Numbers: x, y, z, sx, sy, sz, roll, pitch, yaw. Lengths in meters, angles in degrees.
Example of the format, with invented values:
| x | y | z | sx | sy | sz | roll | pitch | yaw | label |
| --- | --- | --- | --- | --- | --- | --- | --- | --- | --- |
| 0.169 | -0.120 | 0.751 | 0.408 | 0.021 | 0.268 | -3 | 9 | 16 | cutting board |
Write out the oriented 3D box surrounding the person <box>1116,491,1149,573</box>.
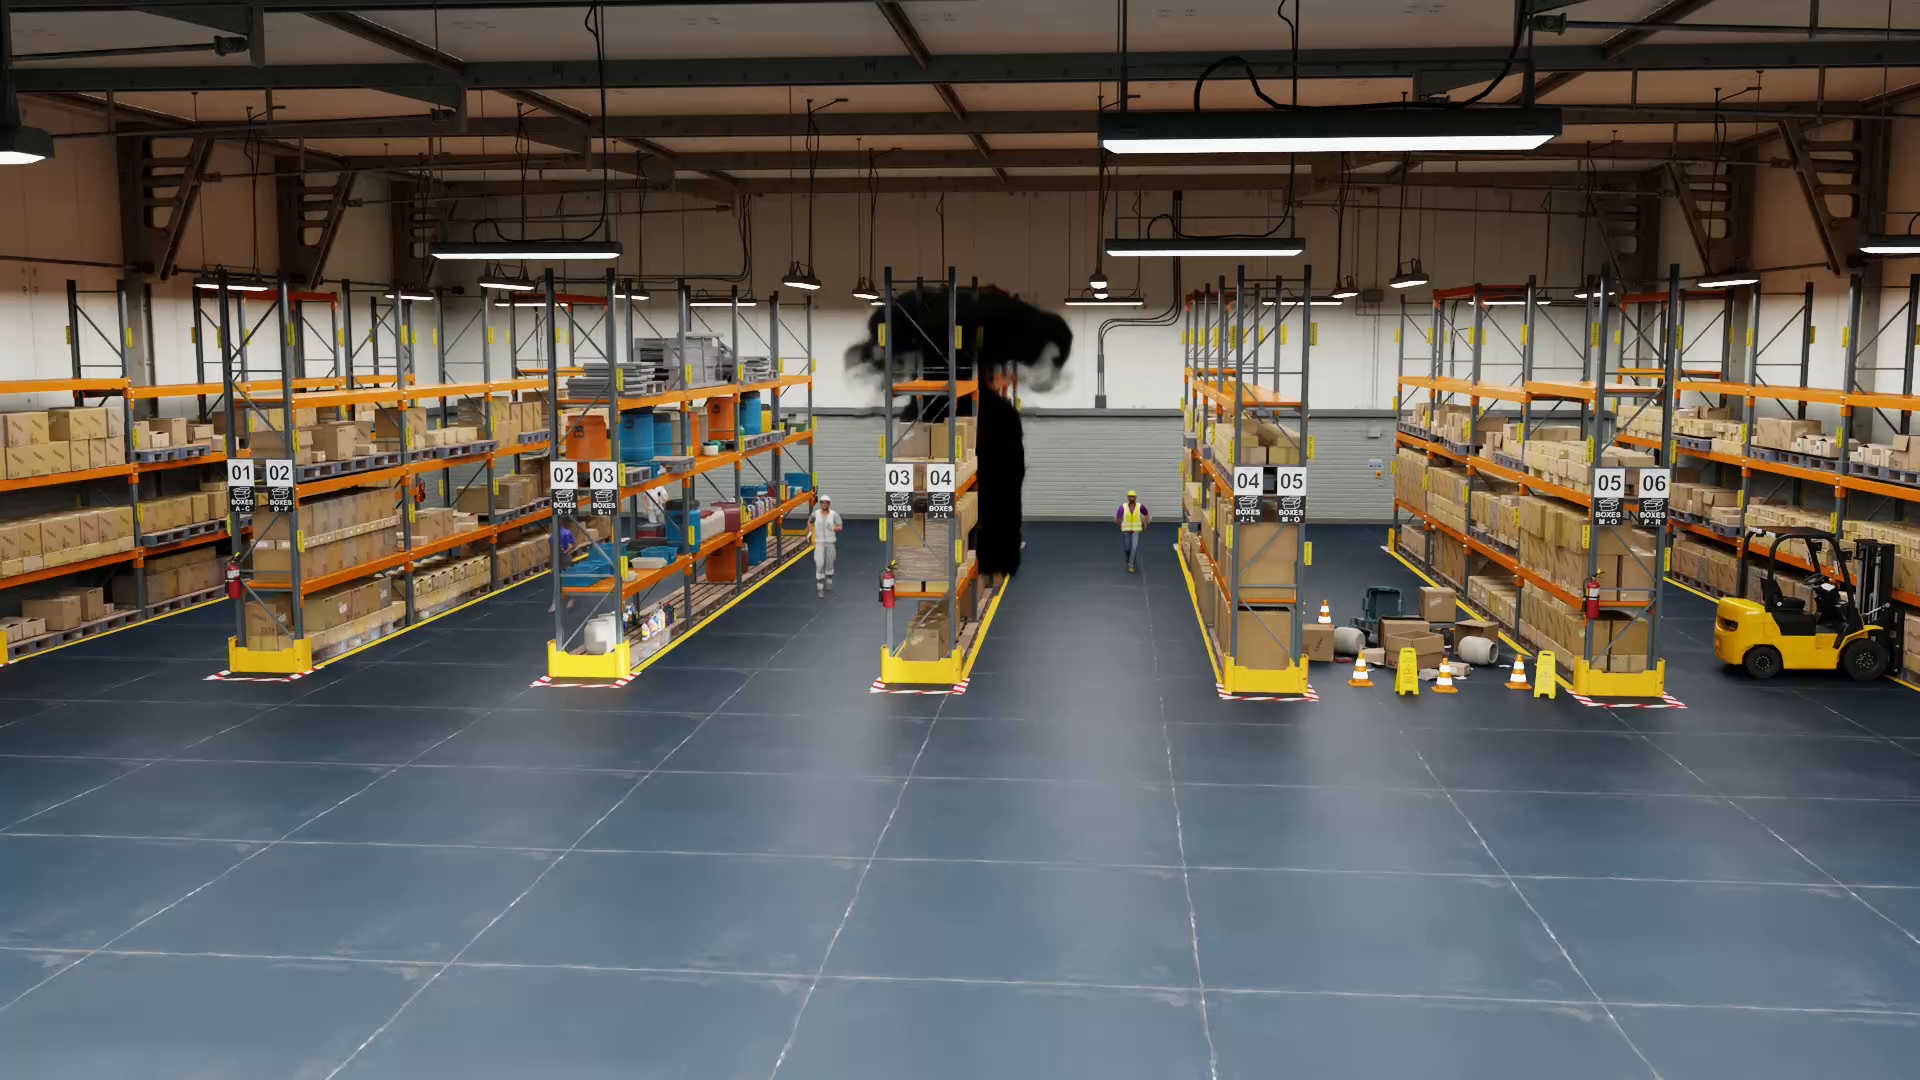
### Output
| x | y | z | sx | sy | sz | roll | pitch | yaw | label |
| --- | --- | --- | --- | --- | --- | --- | --- | --- | --- |
| 3.709 | -0.198 | 35.803 | 0.713 | 1.736 | 0.897 | 1 | 7 | 7 | person |

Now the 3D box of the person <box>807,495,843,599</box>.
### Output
| x | y | z | sx | sy | sz | roll | pitch | yaw | label |
| --- | --- | --- | --- | --- | --- | --- | --- | --- | --- |
| -2.484 | 0.105 | 30.545 | 0.656 | 1.860 | 0.789 | -1 | 7 | -5 | person |

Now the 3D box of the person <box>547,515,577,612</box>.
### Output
| x | y | z | sx | sy | sz | roll | pitch | yaw | label |
| --- | --- | --- | --- | --- | --- | --- | --- | --- | --- |
| -6.888 | 0.449 | 28.738 | 0.573 | 1.591 | 0.771 | 2 | 7 | 14 | person |

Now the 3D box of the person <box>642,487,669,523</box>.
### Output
| x | y | z | sx | sy | sz | roll | pitch | yaw | label |
| --- | --- | --- | --- | --- | --- | --- | --- | --- | --- |
| -7.196 | -0.631 | 39.369 | 0.659 | 1.799 | 0.888 | 0 | 7 | -3 | person |
